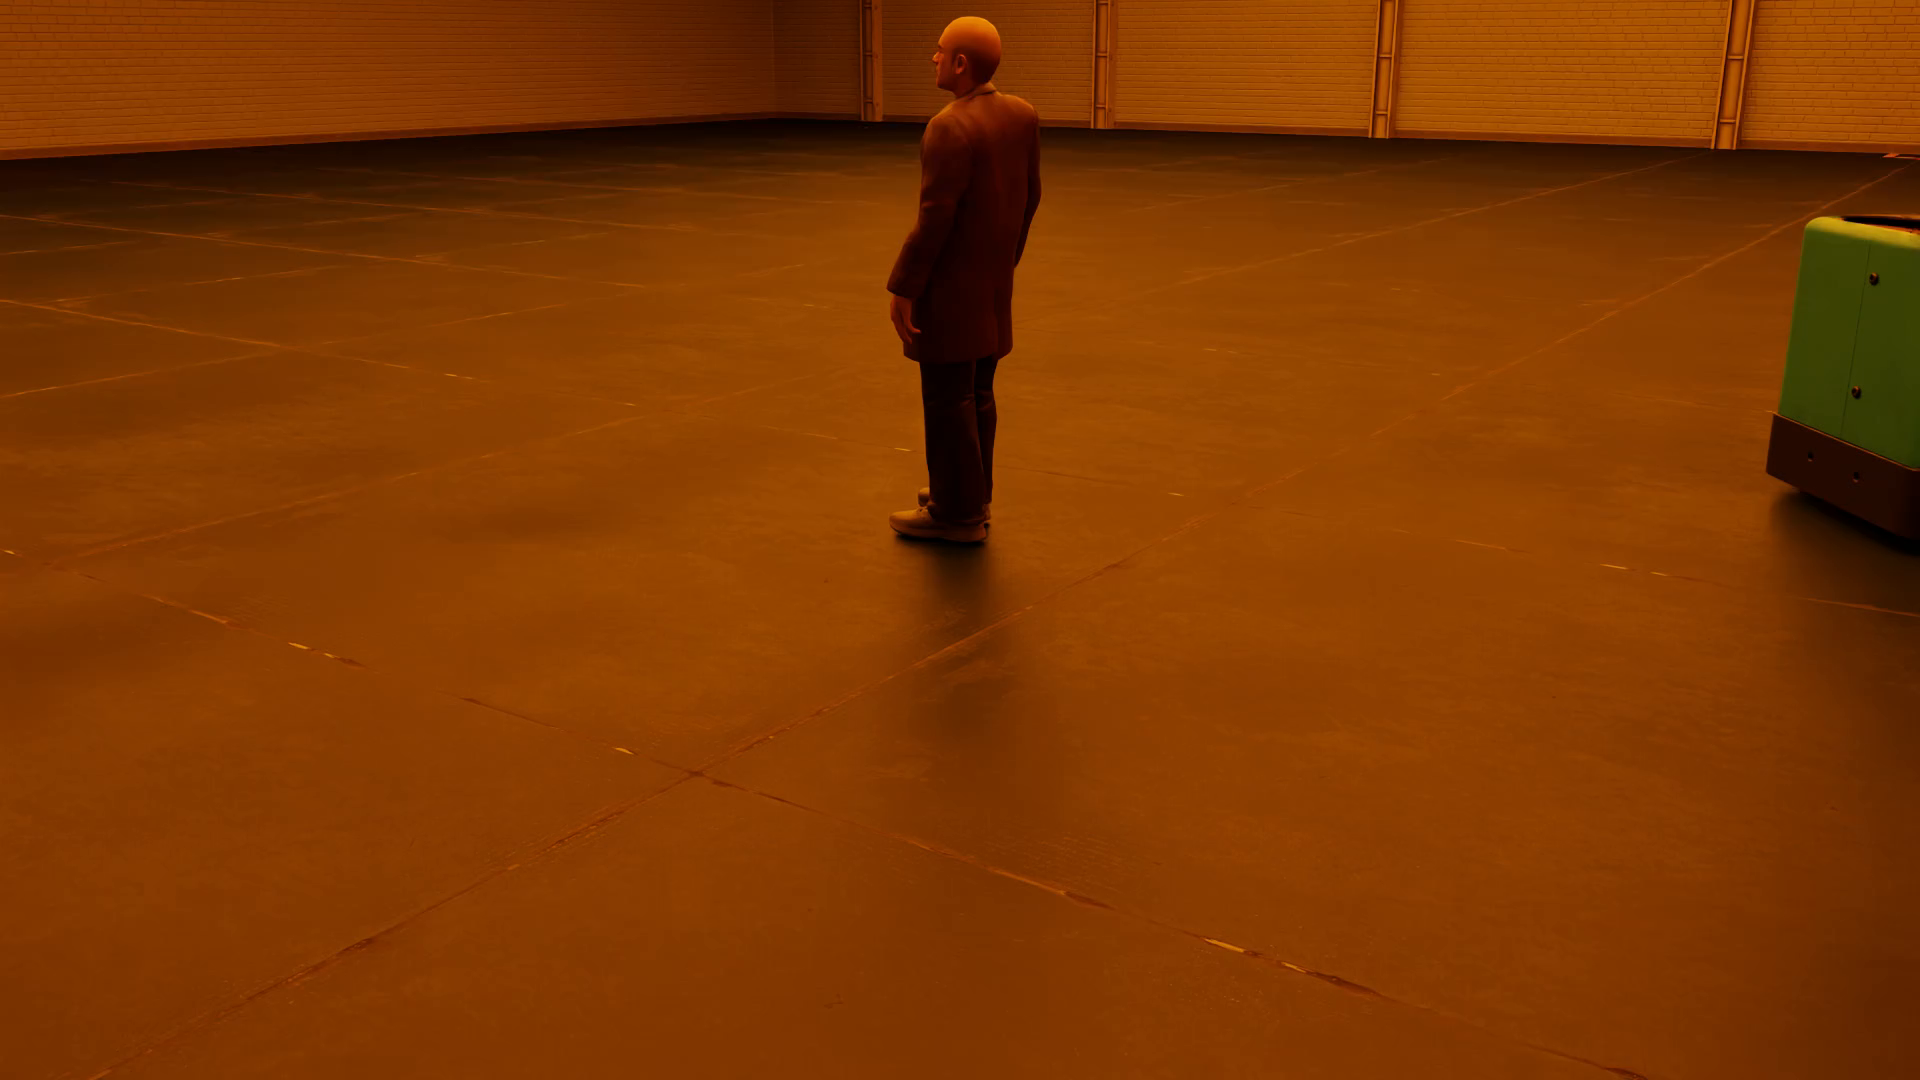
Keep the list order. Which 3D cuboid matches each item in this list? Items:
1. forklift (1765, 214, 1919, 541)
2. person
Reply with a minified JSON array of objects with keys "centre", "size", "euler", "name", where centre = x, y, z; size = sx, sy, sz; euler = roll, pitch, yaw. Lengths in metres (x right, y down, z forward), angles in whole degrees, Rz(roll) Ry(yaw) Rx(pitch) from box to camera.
[{"centre":[4.727,-1.498,5.842],"size":[3.031,2.935,1.130],"euler":[-1,17,-3],"name":"forklift"},{"centre":[-0.074,-0.875,5.745],"size":[0.579,1.777,0.698],"euler":[11,20,33],"name":"person"}]
